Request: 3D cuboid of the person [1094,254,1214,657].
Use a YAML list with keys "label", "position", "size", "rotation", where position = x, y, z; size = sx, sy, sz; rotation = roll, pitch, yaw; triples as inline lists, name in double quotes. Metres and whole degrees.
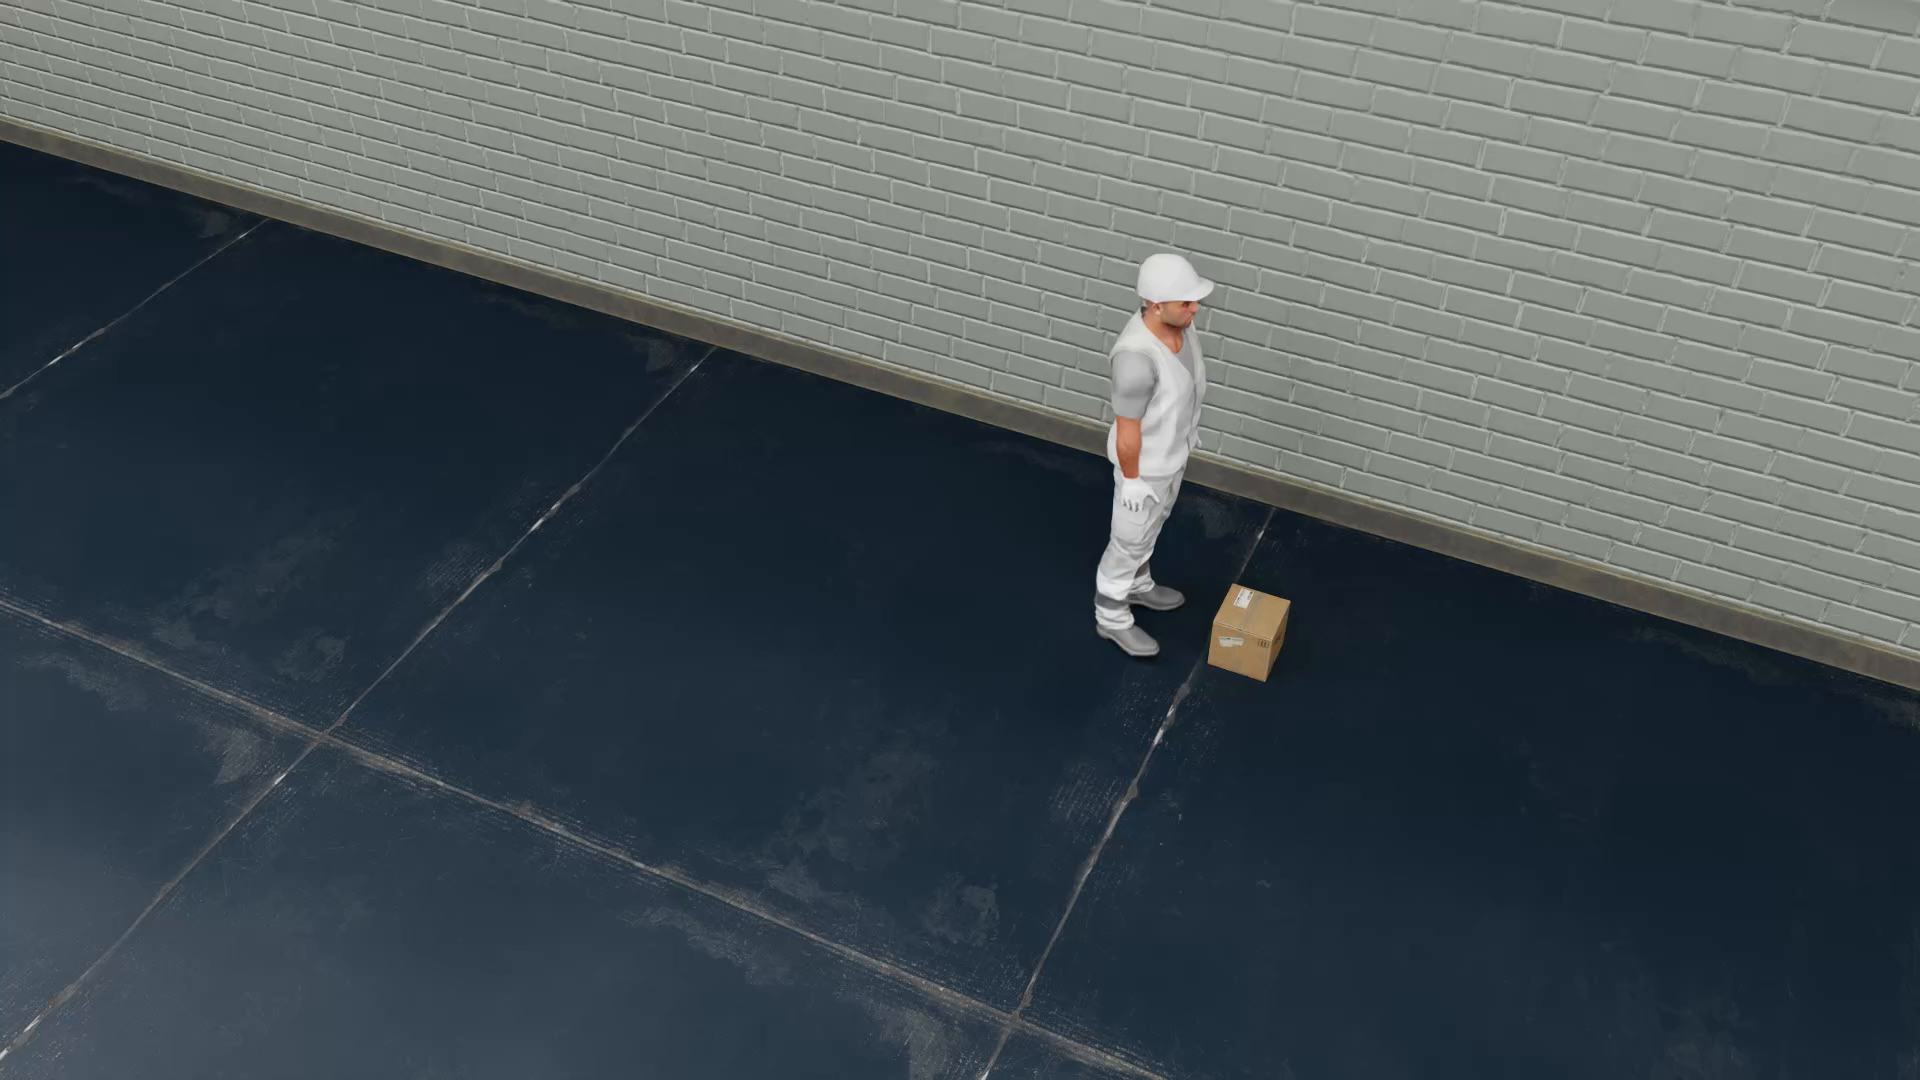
- label: "person"
  position: [0.760, -0.341, 6.519]
  size: [0.332, 1.790, 0.529]
  rotation: [18, 45, 20]
